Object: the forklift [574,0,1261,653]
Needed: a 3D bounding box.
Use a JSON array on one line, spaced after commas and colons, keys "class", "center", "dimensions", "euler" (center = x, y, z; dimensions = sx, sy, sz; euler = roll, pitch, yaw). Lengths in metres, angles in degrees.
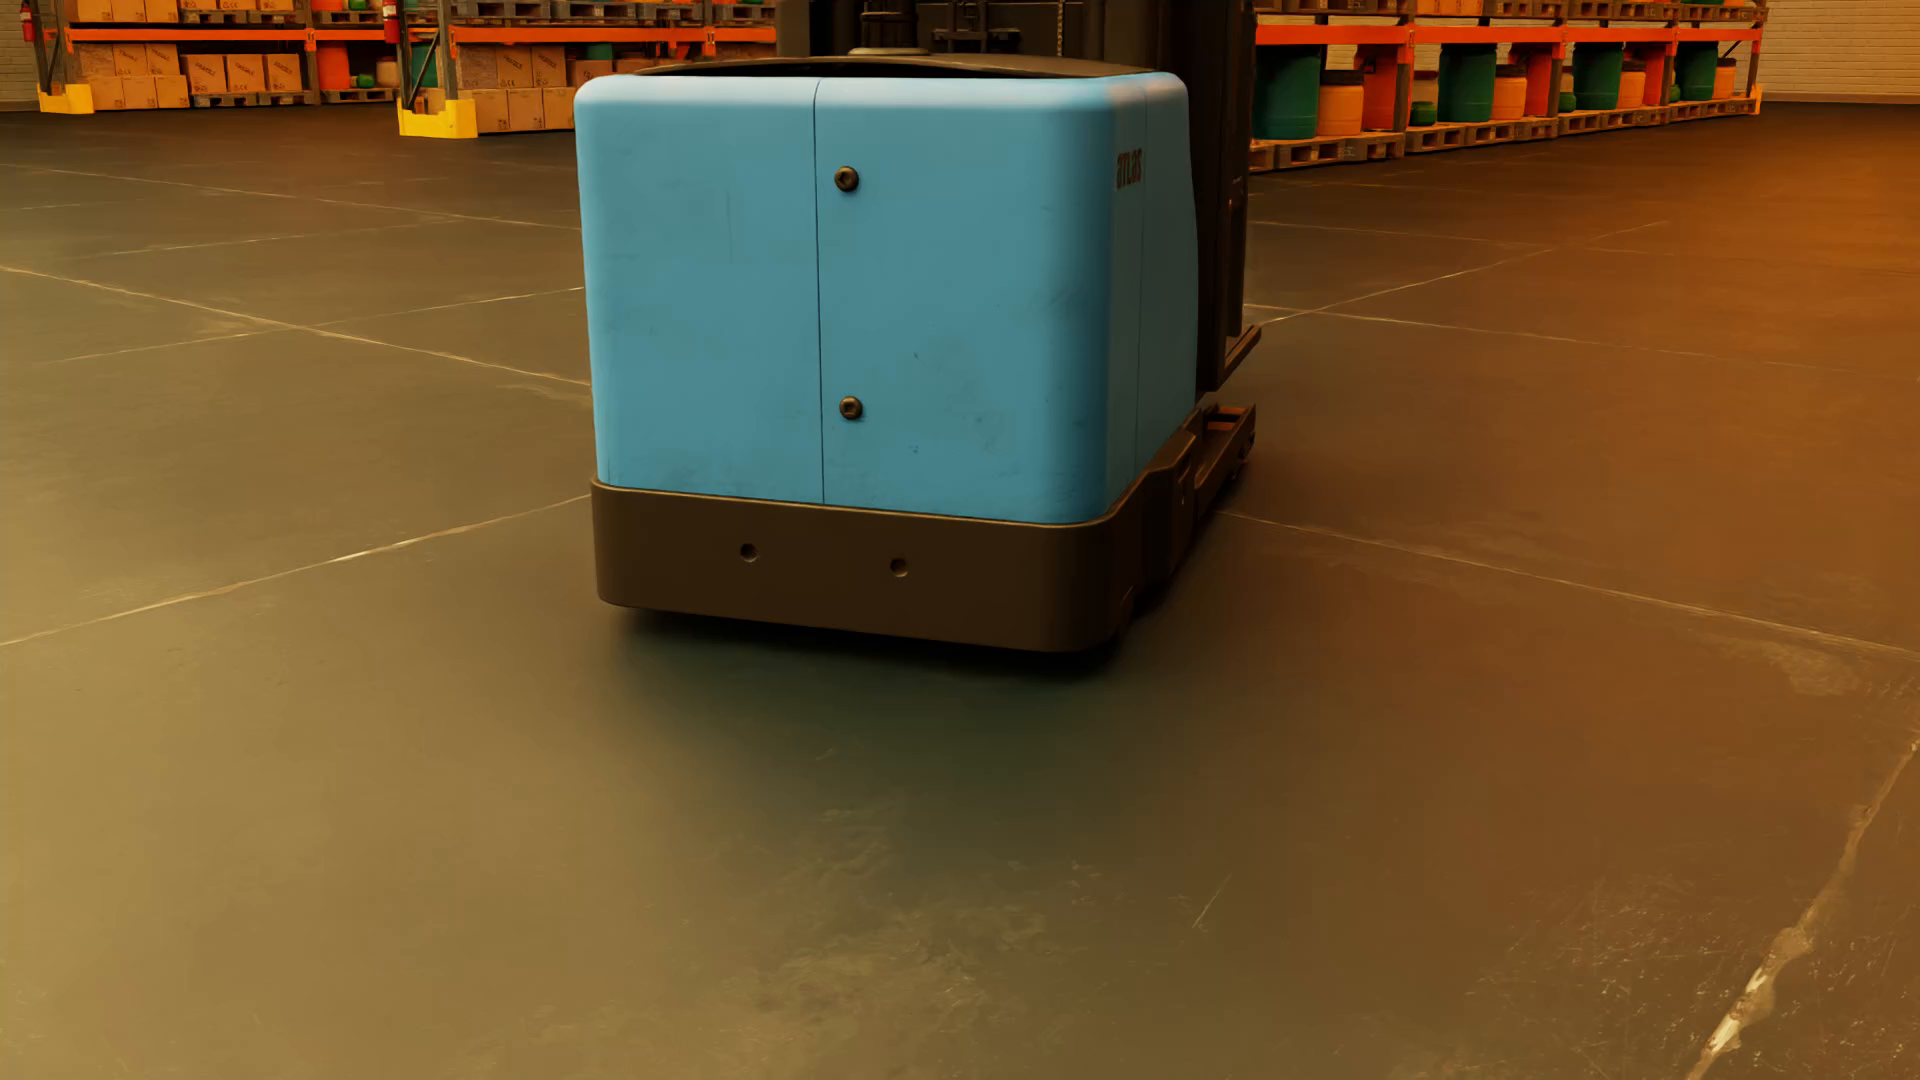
[{"class": "forklift", "center": [0.197, -1.585, 4.118], "dimensions": [1.130, 2.935, 3.031], "euler": [5, 18, 17]}]
